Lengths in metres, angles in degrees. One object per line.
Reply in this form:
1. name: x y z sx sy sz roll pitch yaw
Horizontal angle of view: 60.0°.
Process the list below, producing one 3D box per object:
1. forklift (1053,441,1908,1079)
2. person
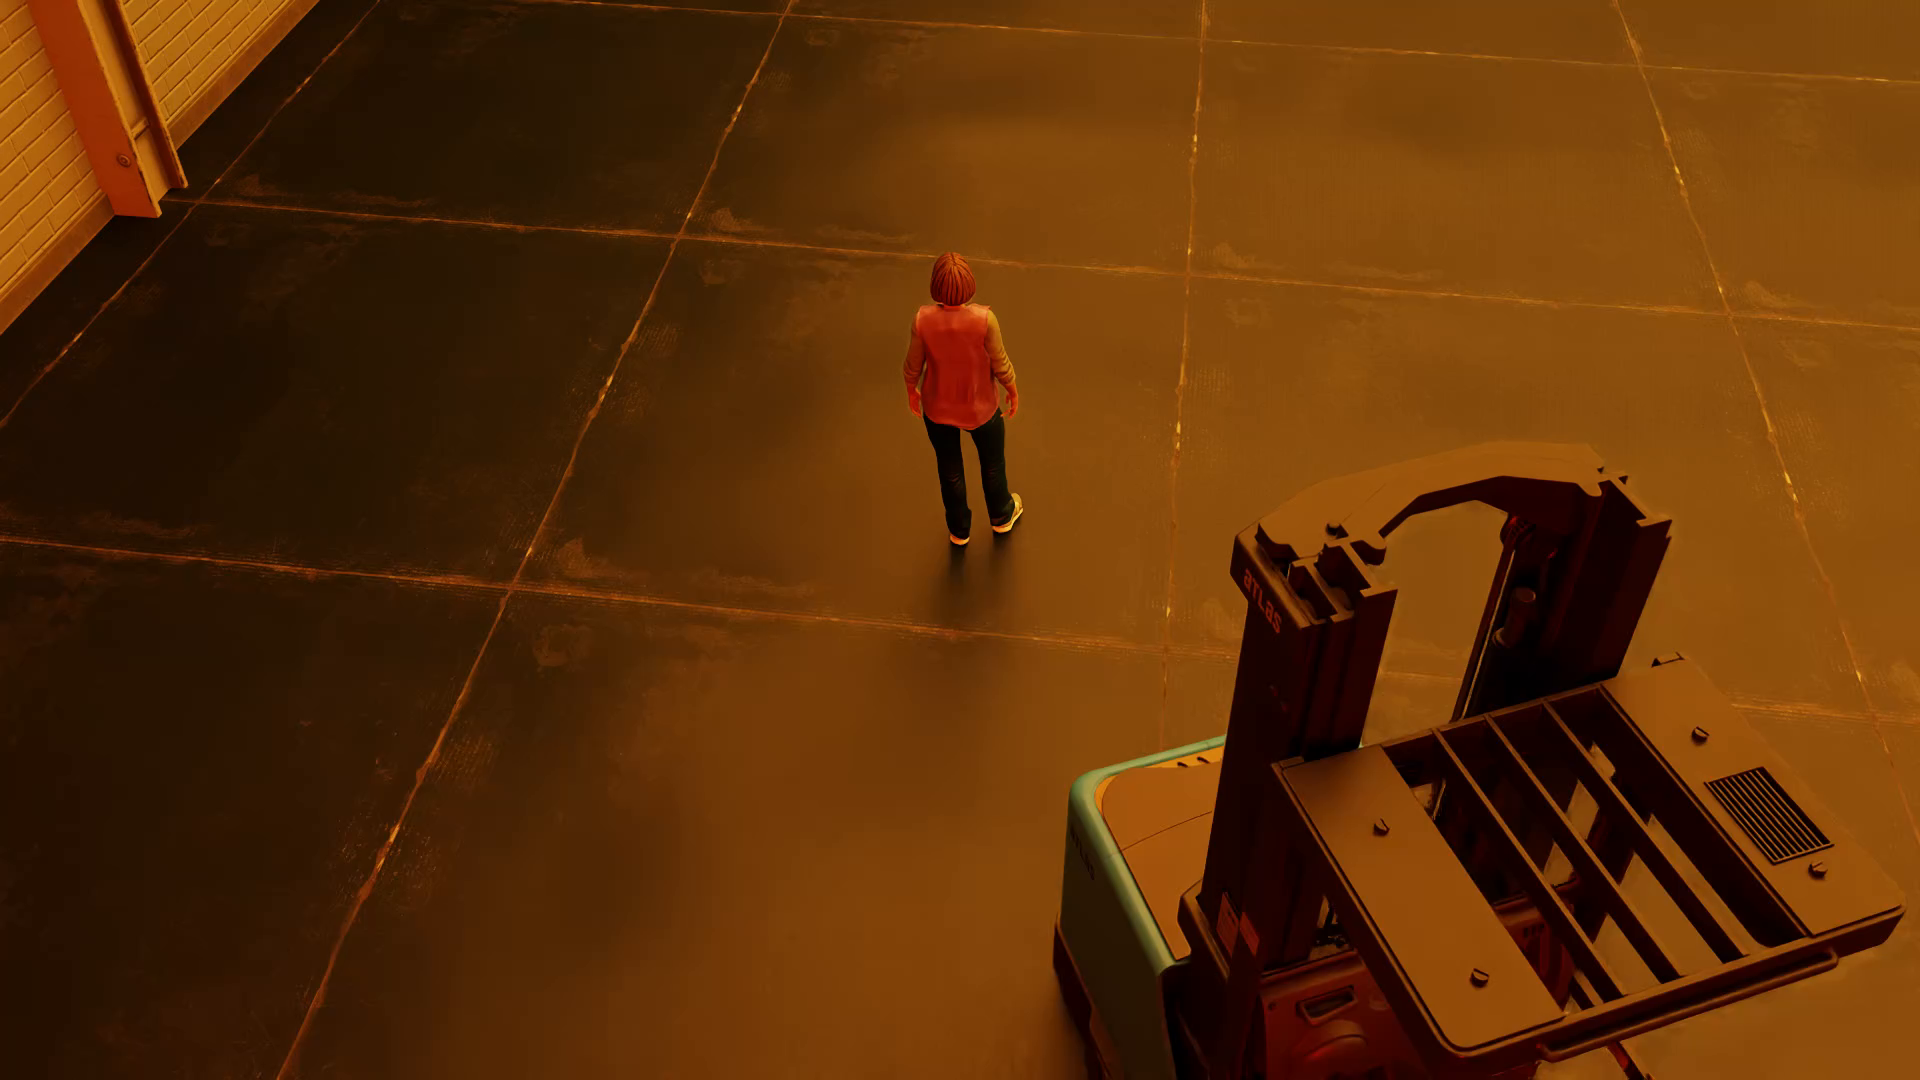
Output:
1. forklift: 1.296 1.329 4.278 1.130 2.935 3.031 -13 44 -14
2. person: 0.023 -0.642 7.399 0.521 1.599 0.473 5 43 6
